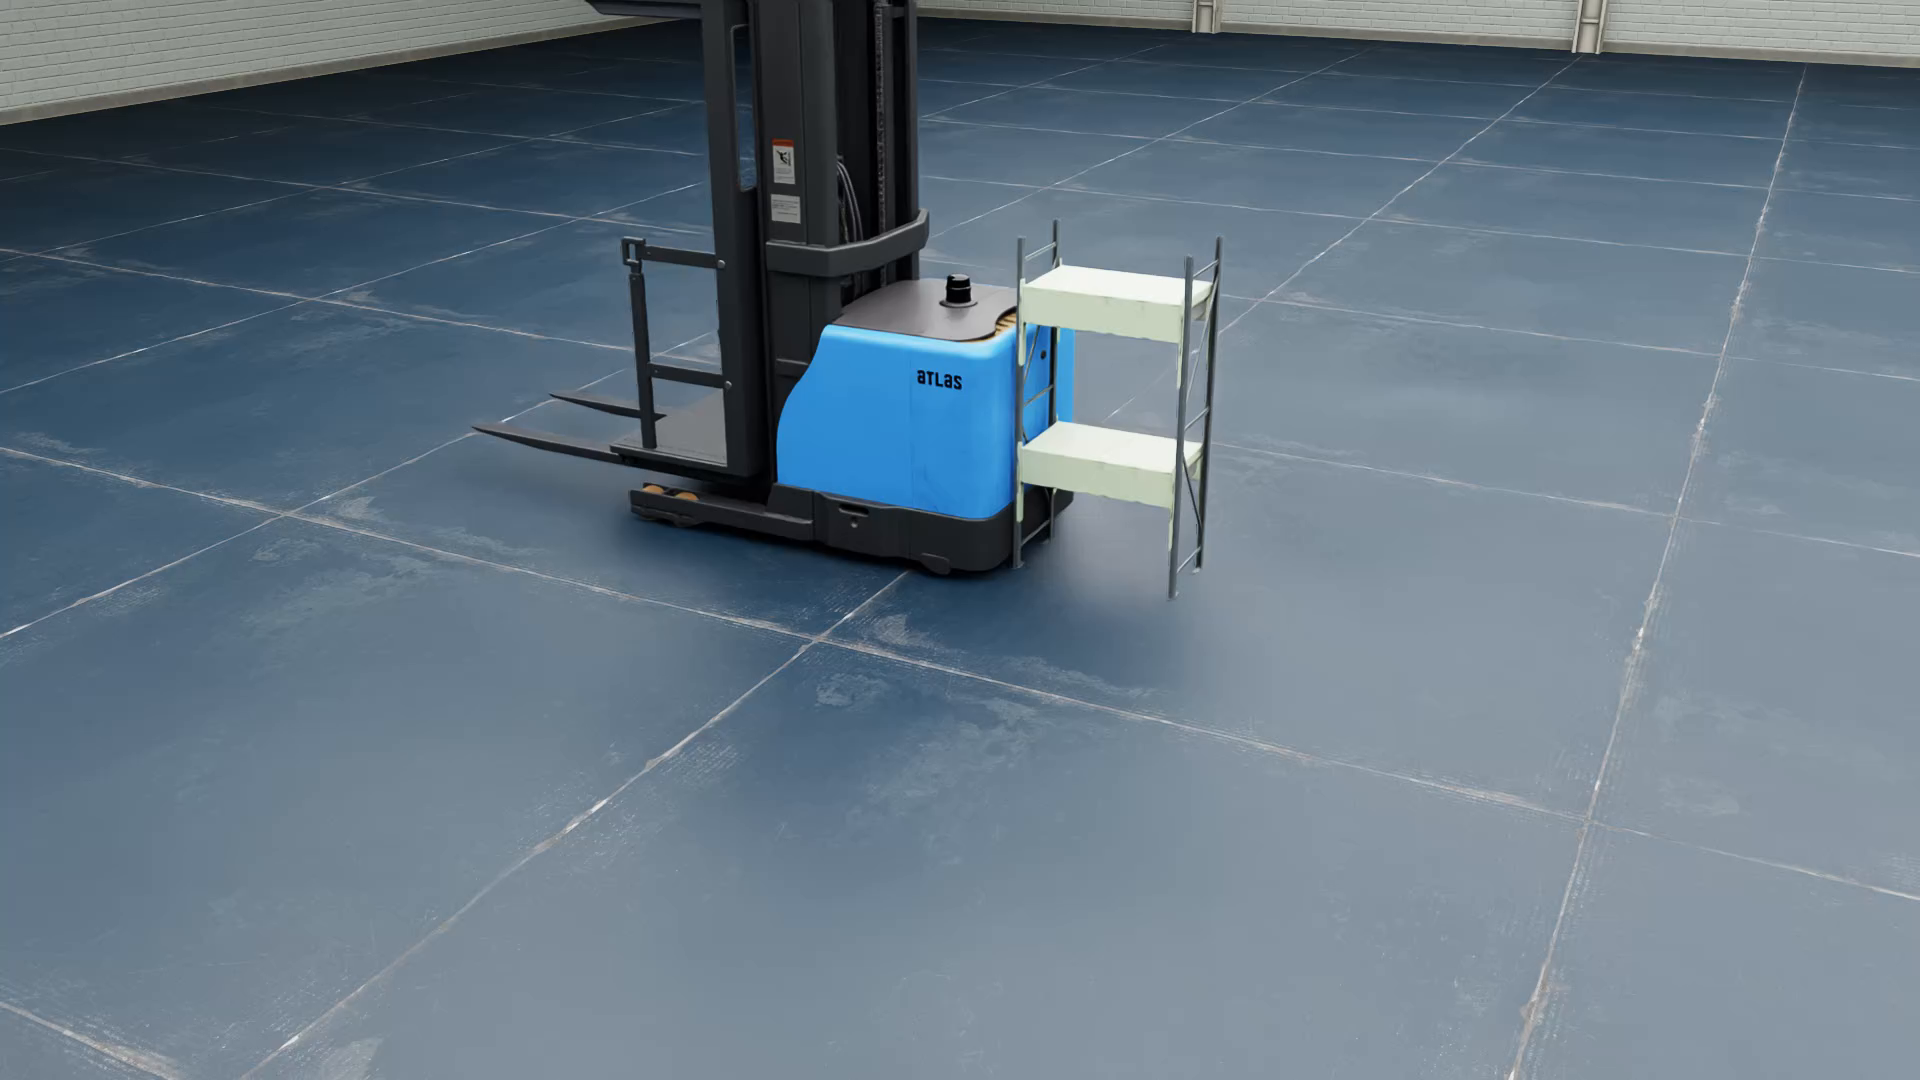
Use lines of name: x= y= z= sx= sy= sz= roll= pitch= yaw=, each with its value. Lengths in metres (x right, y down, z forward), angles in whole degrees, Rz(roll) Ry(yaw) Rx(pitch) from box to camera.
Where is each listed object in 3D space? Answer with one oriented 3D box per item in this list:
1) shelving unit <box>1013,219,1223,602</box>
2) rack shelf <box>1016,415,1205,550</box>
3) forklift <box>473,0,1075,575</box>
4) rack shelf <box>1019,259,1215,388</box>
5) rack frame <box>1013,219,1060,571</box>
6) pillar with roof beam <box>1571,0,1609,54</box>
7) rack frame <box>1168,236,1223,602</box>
shelving unit: x=0.663 y=-0.561 z=7.153 sx=0.755 sy=1.500 sz=0.431 roll=11 pitch=25 yaw=24
rack shelf: x=0.663 y=-0.261 z=7.281 sx=0.720 sy=0.370 sz=0.431 roll=11 pitch=25 yaw=24
forklift: x=-1.006 y=-1.579 z=7.717 sx=3.031 sy=2.935 sz=1.130 roll=11 pitch=25 yaw=24
rack shelf: x=0.663 y=-0.920 z=7.000 sx=0.720 sy=0.370 sz=0.431 roll=11 pitch=25 yaw=24
rack frame: x=0.335 y=-0.625 z=7.303 sx=0.023 sy=1.500 sz=0.400 roll=11 pitch=25 yaw=24
pillar with roof beam: x=7.483 y=-9.978 z=19.714 sx=0.400 sy=9.000 sz=9.100 roll=11 pitch=25 yaw=25
rack frame: x=0.990 y=-0.497 z=7.003 sx=0.023 sy=1.500 sz=0.400 roll=11 pitch=25 yaw=24
